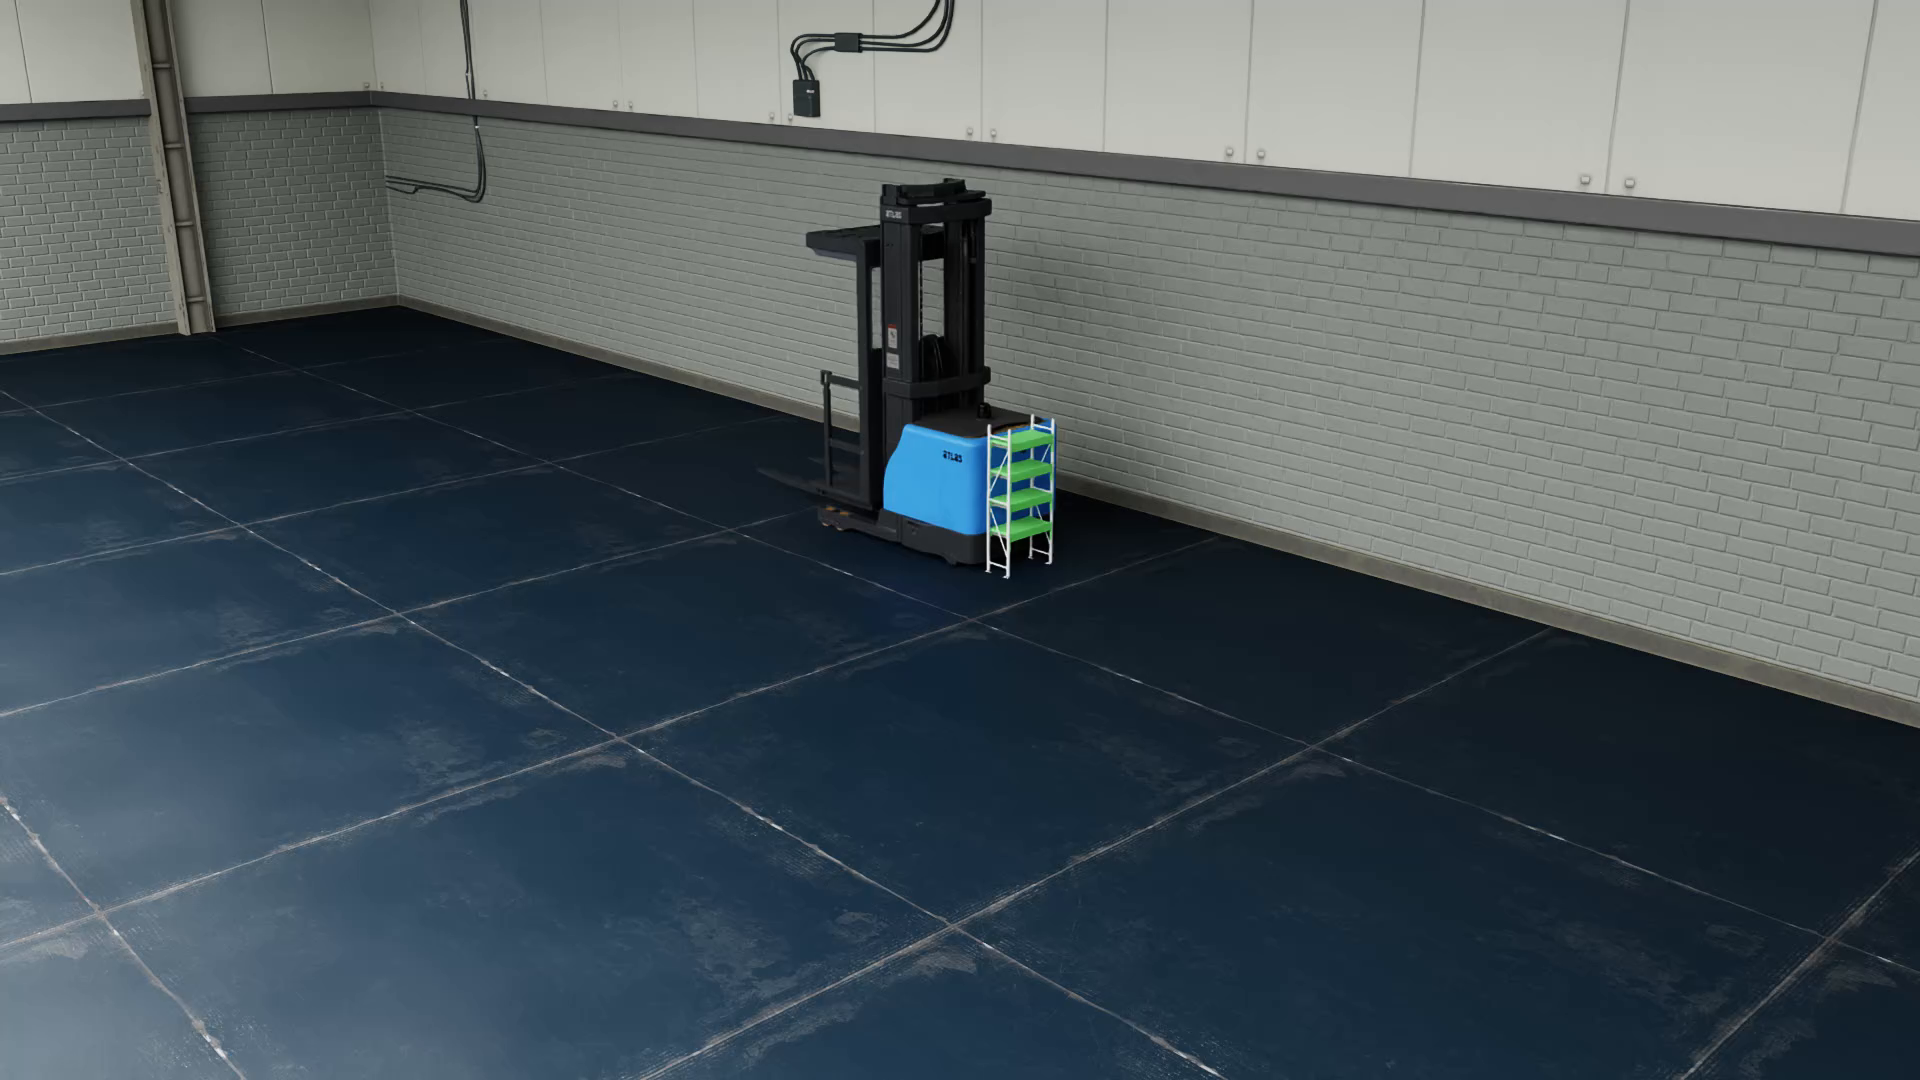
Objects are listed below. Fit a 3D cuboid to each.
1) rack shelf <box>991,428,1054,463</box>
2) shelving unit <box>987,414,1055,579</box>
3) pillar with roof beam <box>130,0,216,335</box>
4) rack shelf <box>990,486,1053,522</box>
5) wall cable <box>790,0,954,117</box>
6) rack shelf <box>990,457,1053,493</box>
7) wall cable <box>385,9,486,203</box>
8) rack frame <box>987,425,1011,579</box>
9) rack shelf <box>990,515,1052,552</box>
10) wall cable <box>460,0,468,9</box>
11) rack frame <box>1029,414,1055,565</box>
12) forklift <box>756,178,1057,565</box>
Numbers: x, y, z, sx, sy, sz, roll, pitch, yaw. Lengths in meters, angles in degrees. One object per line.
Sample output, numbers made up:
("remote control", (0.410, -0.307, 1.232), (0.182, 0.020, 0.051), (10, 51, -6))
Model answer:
("rack shelf", (0.477, -0.741, 12.976), (0.480, 0.148, 0.258), (-17, 24, -41))
("shelving unit", (0.477, -0.346, 13.105), (0.503, 1.200, 0.258), (-17, 24, -41))
("pillar with roof beam", (-7.485, -6.165, 18.408), (0.400, 9.000, 9.100), (-16, 24, -41))
("rack shelf", (0.477, -0.285, 13.125), (0.480, 0.148, 0.258), (-17, 24, -41))
("wall cable", (-0.883, -6.944, 15.298), (0.169, 6.003, 2.305), (-16, 24, -41))
("rack shelf", (0.477, -0.513, 13.050), (0.480, 0.148, 0.258), (-17, 24, -41))
("wall cable", (-7.394, -5.980, 22.873), (0.112, 2.526, 3.097), (-16, 24, -41))
("rack frame", (0.301, -0.293, 12.944), (0.015, 1.200, 0.240), (-17, 24, -41))
("rack shelf", (0.477, -0.057, 13.199), (0.480, 0.148, 0.258), (-17, 24, -41))
("wall cable", (-5.535, -7.776, 20.225), (0.112, 2.526, 3.097), (-16, 24, -41))
("rack frame", (0.652, -0.398, 13.266), (0.015, 1.200, 0.240), (-17, 24, -41))
("forklift", (-0.582, -1.567, 14.064), (1.130, 2.935, 3.031), (-17, 24, -41))
